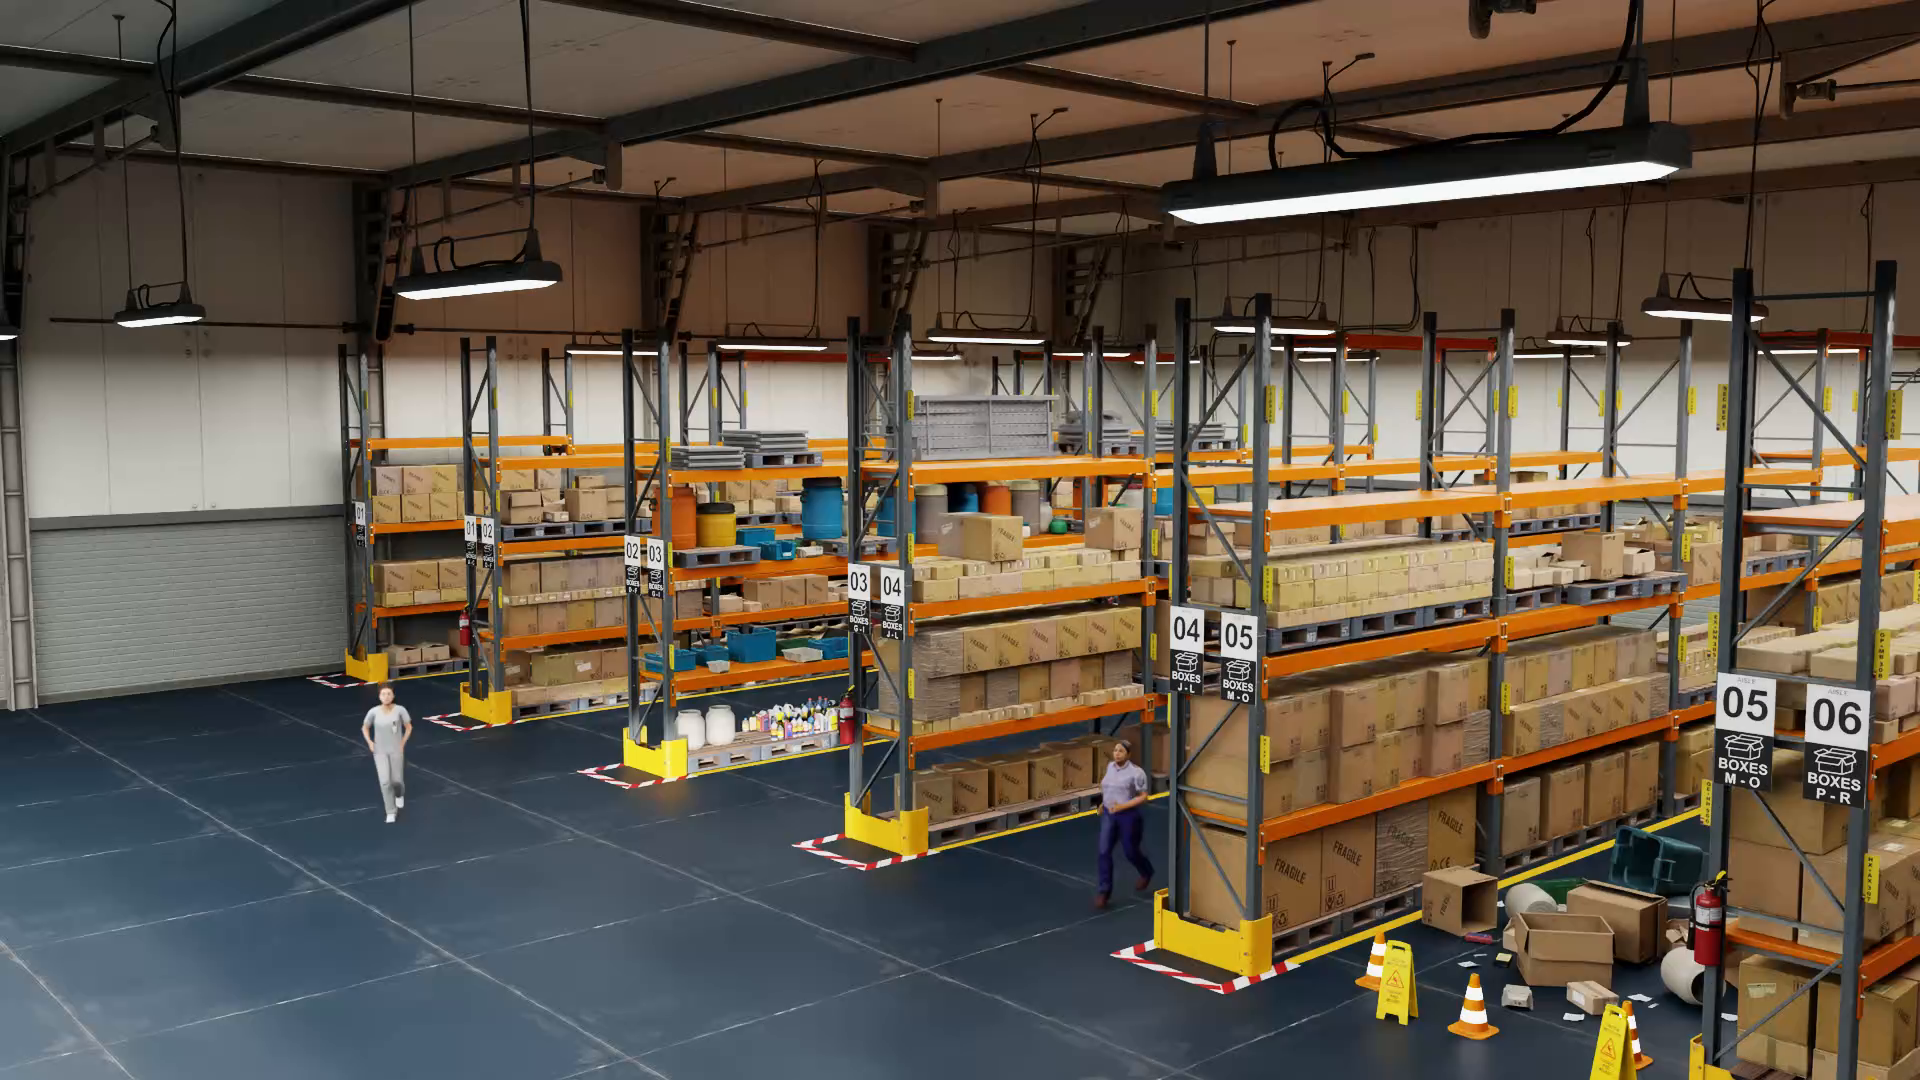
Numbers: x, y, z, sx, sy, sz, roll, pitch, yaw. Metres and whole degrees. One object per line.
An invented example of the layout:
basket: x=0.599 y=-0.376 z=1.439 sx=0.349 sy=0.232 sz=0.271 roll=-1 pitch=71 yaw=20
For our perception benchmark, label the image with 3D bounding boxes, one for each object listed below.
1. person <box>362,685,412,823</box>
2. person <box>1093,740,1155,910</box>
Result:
person: x=-6.924 y=2.552 z=20.117 sx=0.573 sy=1.641 sz=0.605 roll=-1 pitch=5 yaw=-16
person: x=1.659 y=2.841 z=16.849 sx=0.615 sy=1.673 sz=0.867 roll=4 pitch=6 yaw=37
